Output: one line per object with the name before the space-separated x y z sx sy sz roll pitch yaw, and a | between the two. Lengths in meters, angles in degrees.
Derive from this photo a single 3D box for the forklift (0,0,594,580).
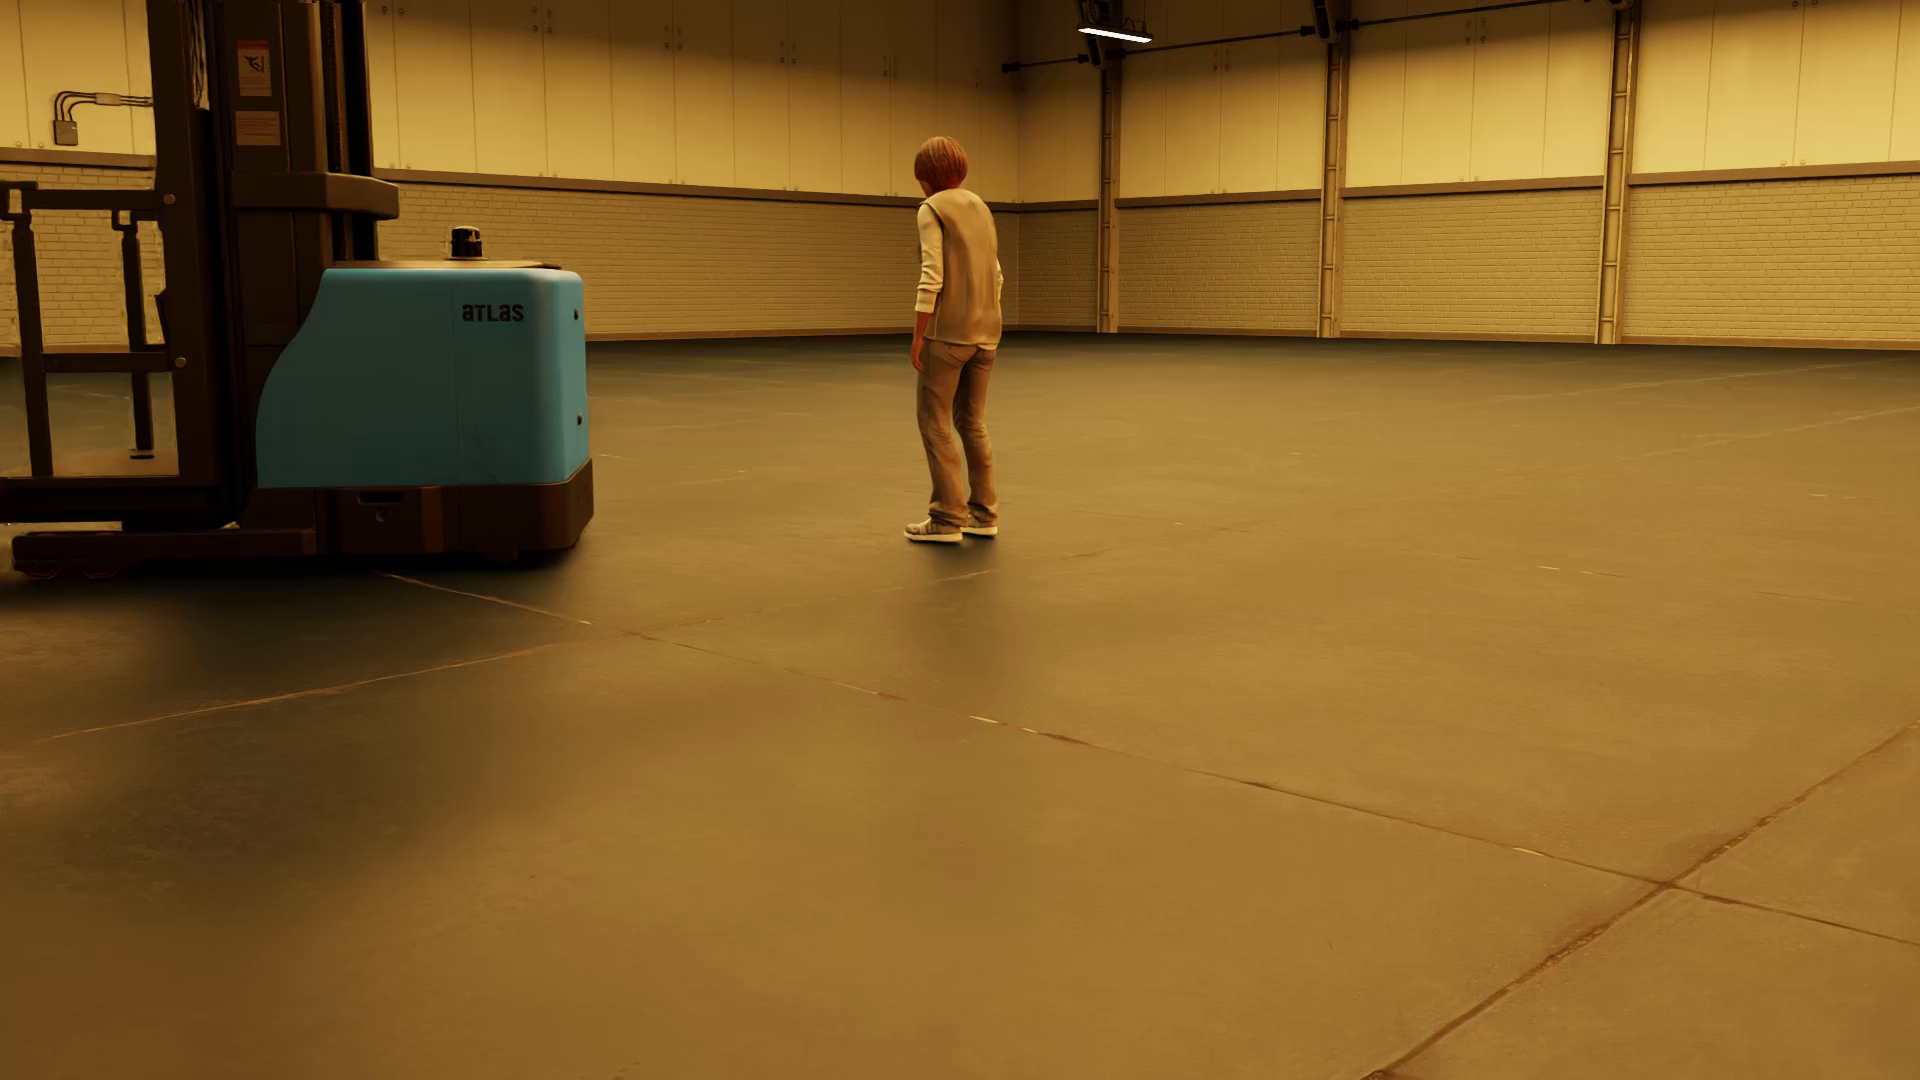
forklift | -2.978 -1.392 6.120 3.031 2.935 1.130 -1 9 -7

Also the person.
person | -0.019 -0.788 6.609 0.344 1.591 0.467 8 11 41
